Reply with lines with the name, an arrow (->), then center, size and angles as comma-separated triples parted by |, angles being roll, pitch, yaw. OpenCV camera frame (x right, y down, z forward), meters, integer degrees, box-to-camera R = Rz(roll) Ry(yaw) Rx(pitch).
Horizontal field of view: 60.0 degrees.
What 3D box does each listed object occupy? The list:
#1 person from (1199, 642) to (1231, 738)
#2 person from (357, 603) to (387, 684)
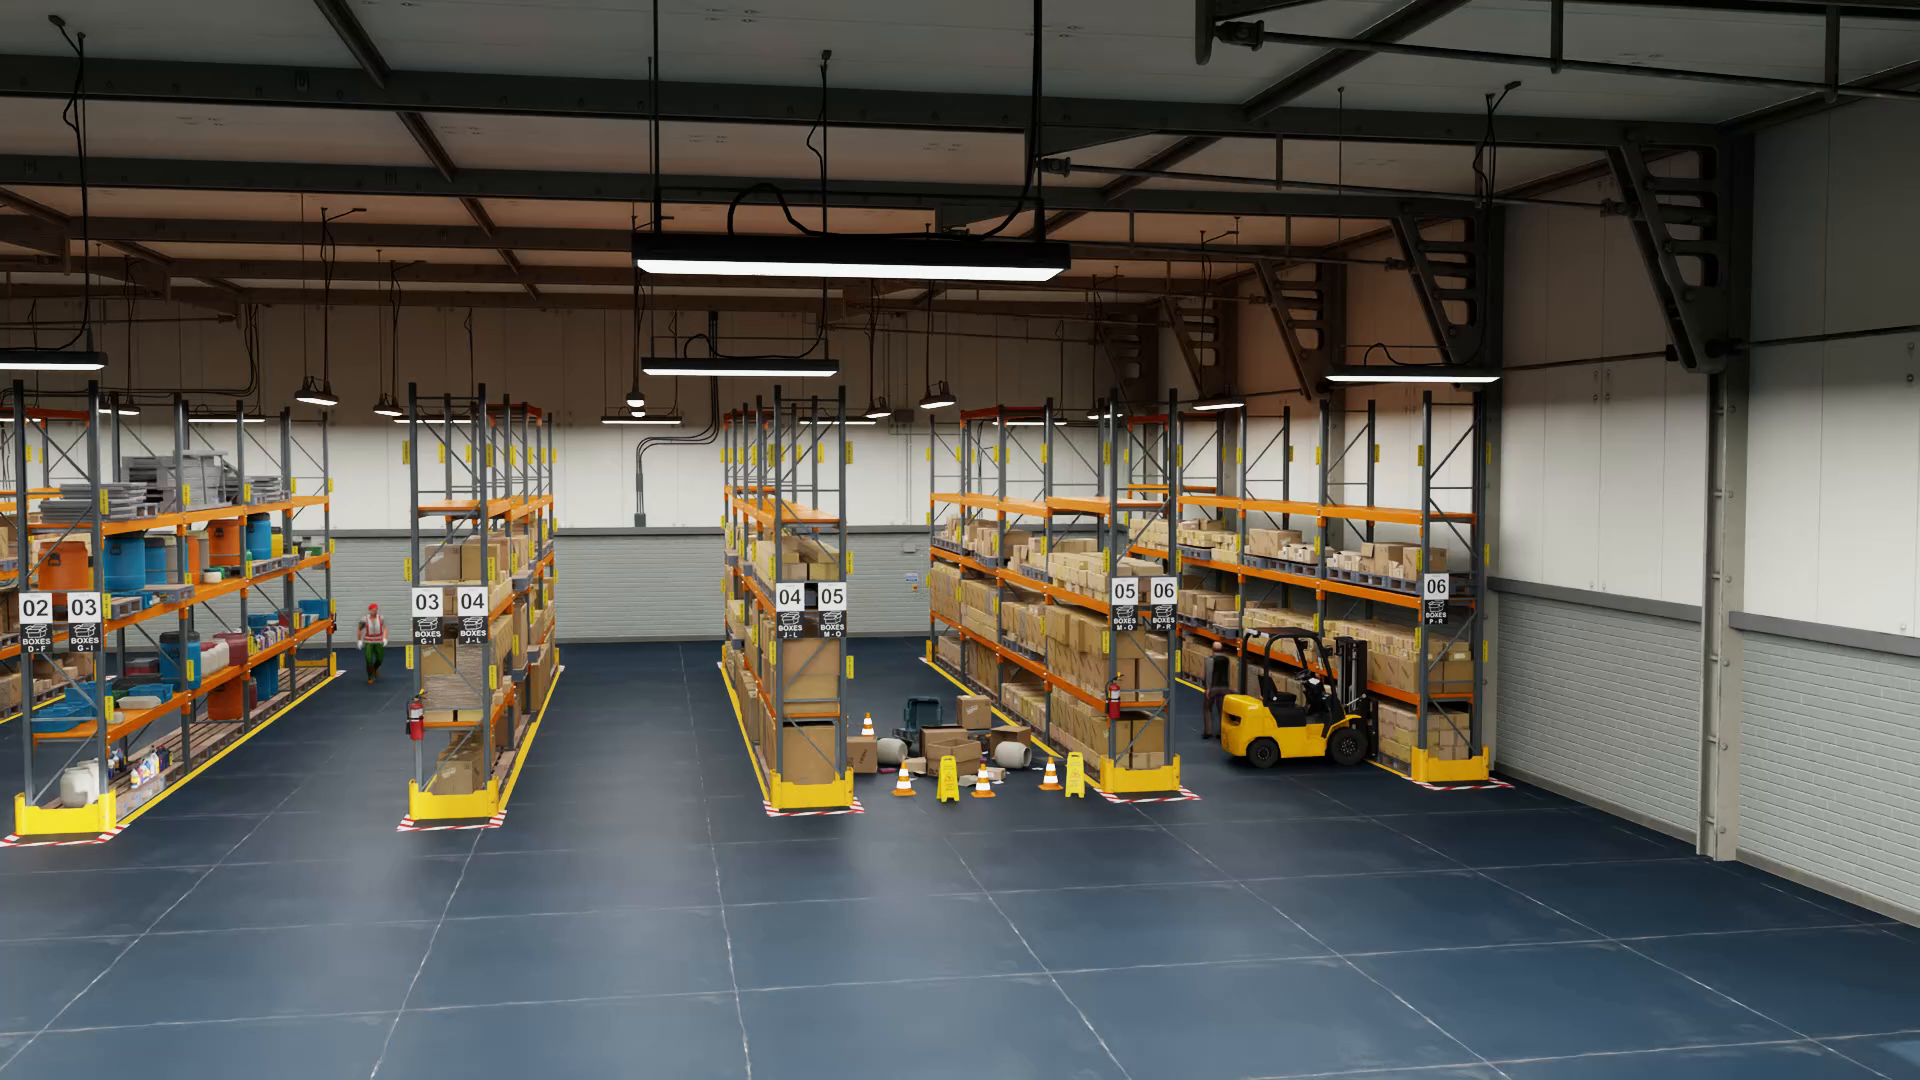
person -> 4.556, 2.683, 29.348 | 0.552, 1.769, 0.613 | -1, 3, -17
person -> -13.010, 2.265, 36.773 | 0.623, 1.762, 0.719 | -2, 3, -28
